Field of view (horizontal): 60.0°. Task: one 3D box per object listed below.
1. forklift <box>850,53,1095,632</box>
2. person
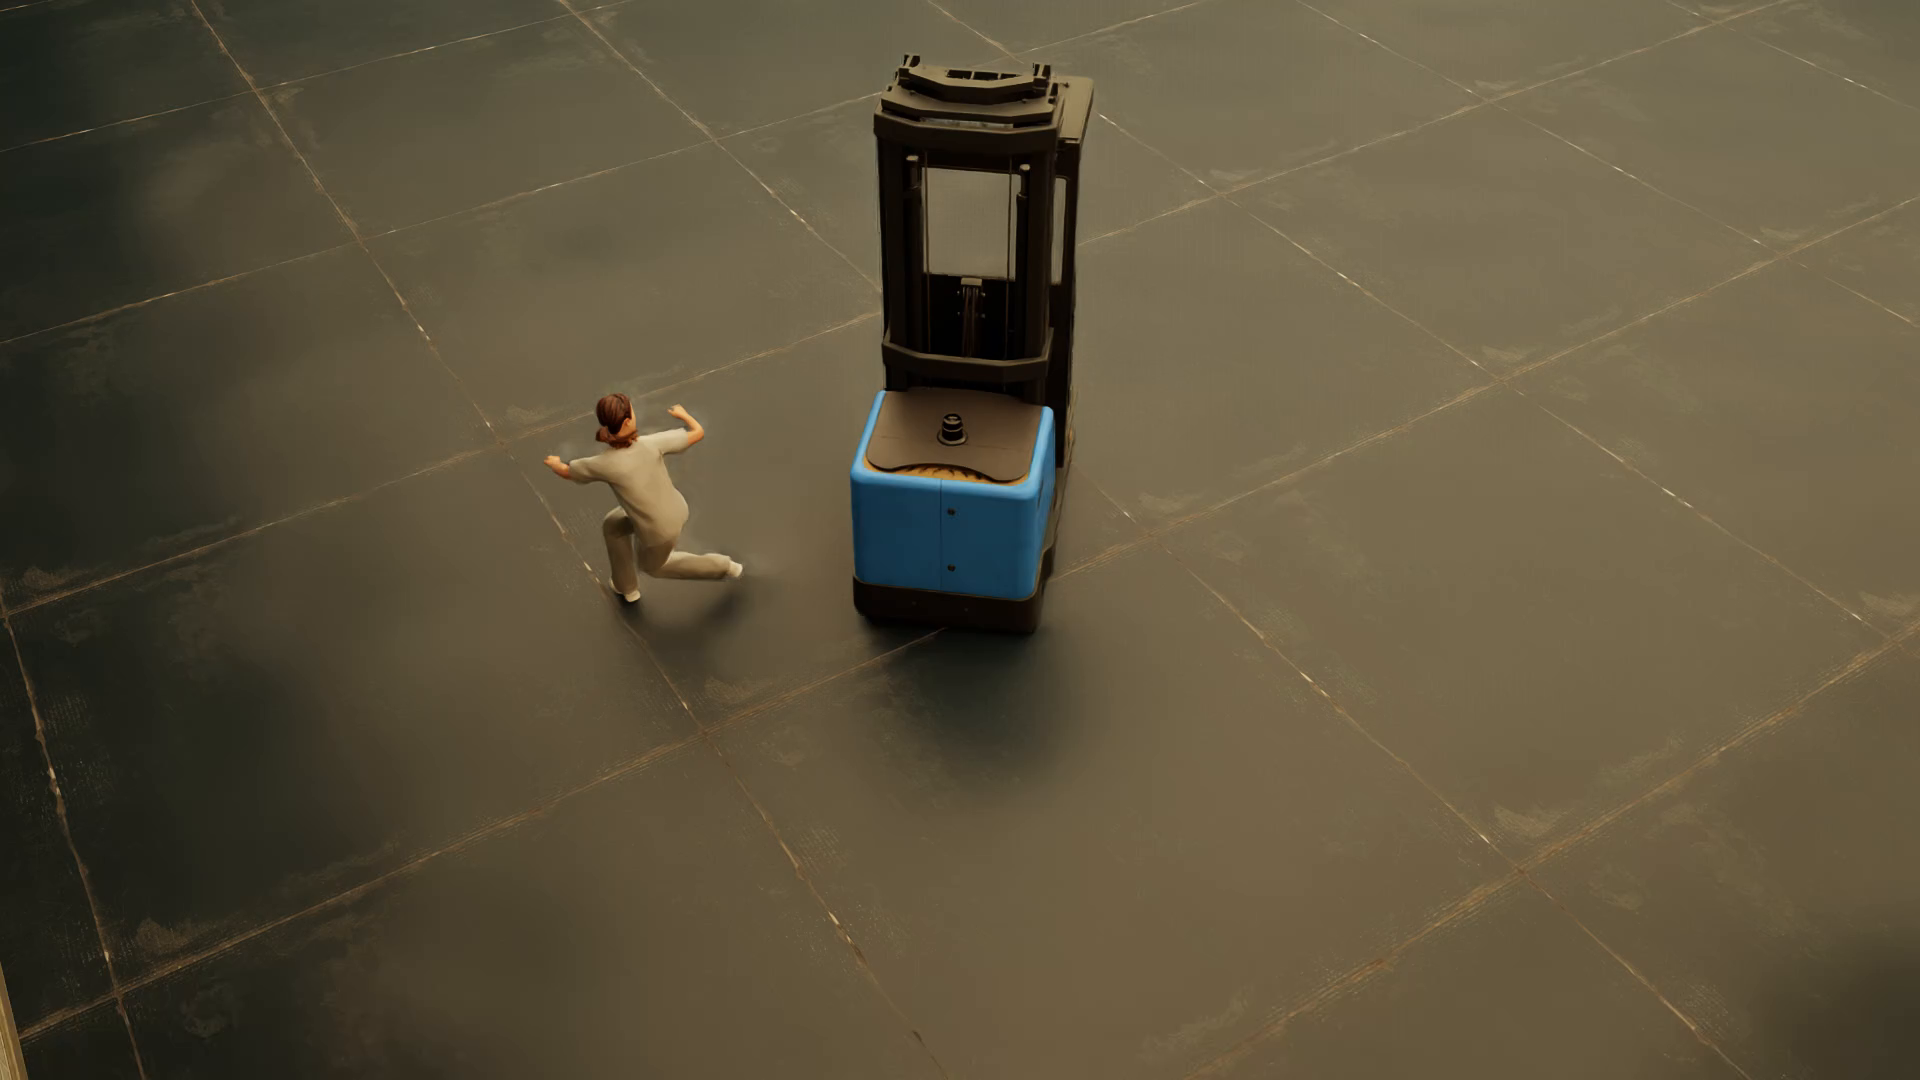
[{"bbox_3d":[0.143,-1.559,9.655,1.130,2.935,3.031,6,42,7],"label":"forklift"},{"bbox_3d":[-1.788,-0.284,9.365,1.072,1.427,0.767,19,45,20],"label":"person"}]
